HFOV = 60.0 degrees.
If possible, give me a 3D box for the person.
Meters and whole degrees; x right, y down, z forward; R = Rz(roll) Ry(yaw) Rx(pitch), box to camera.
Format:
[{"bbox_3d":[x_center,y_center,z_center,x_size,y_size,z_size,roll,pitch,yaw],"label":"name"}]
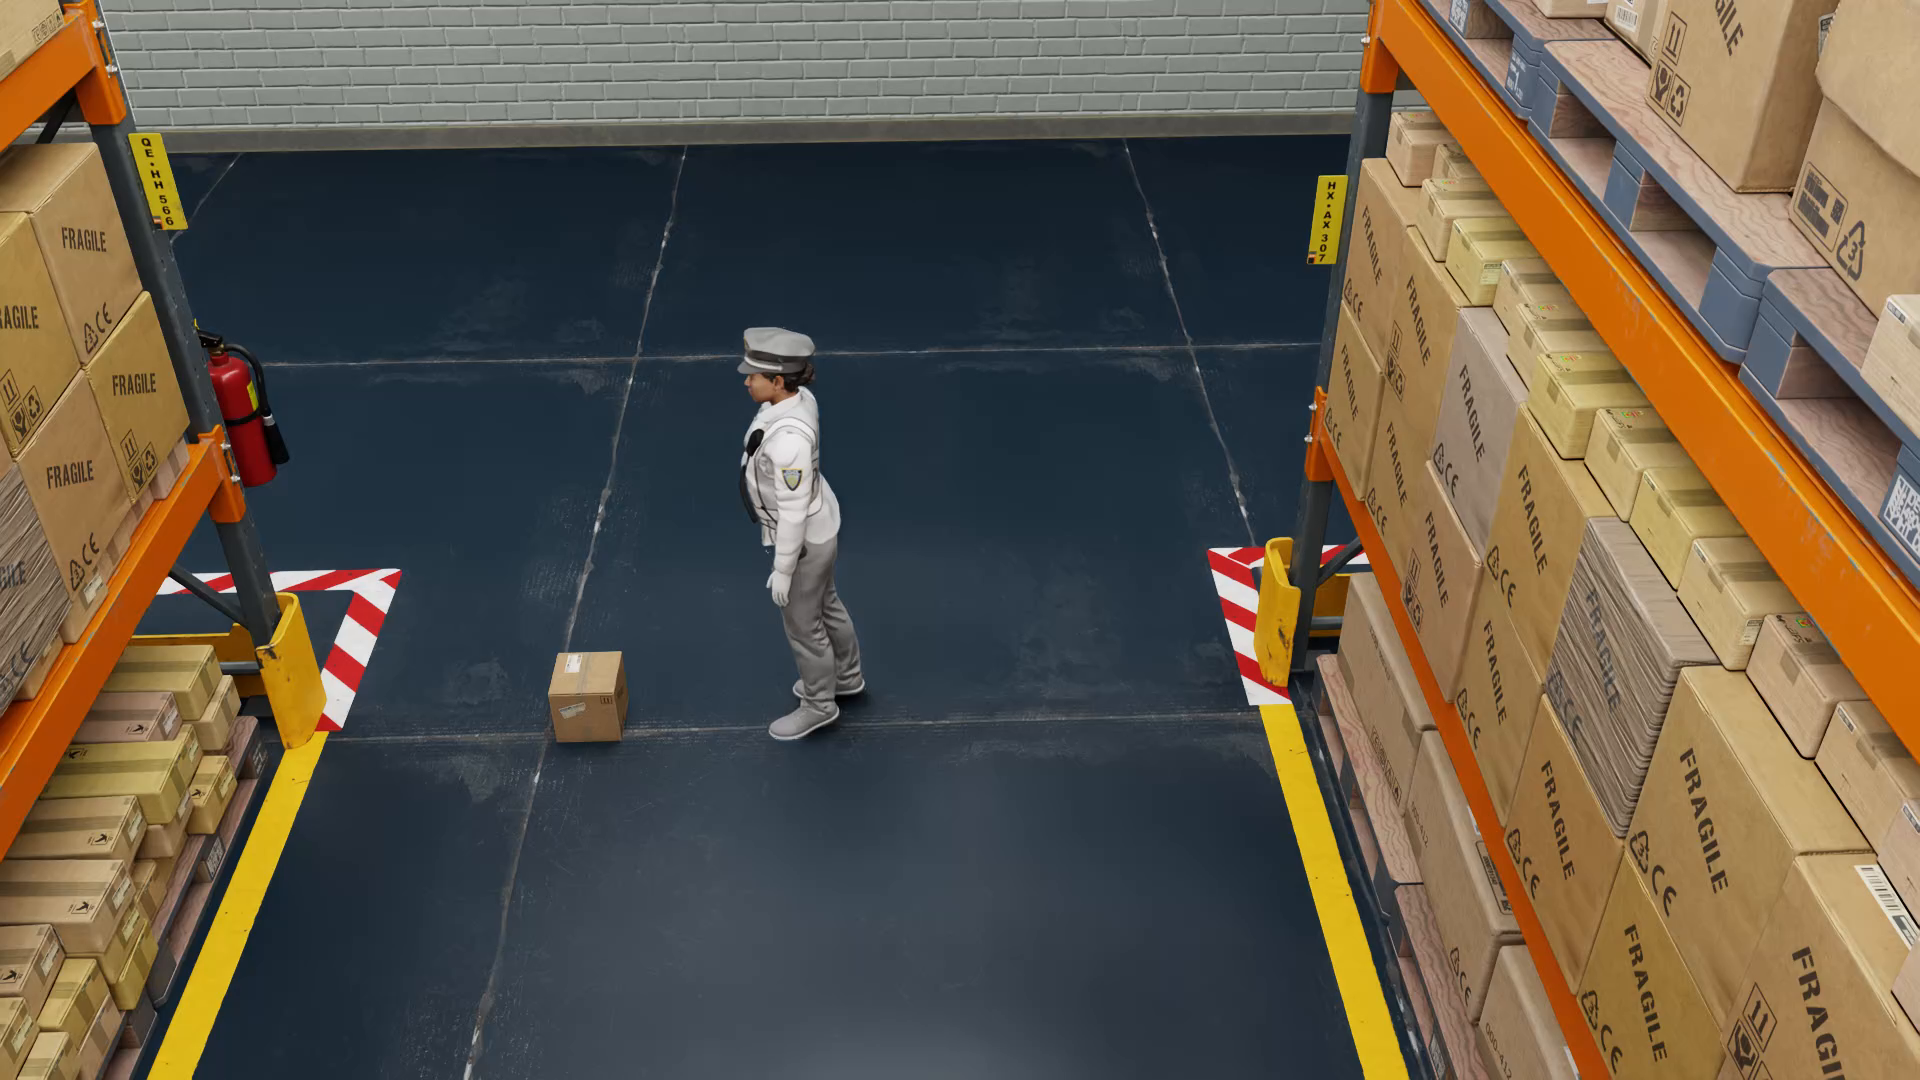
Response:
[{"bbox_3d":[-0.579,0.003,6.125,0.408,1.696,0.496,-3,36,-4],"label":"person"}]
